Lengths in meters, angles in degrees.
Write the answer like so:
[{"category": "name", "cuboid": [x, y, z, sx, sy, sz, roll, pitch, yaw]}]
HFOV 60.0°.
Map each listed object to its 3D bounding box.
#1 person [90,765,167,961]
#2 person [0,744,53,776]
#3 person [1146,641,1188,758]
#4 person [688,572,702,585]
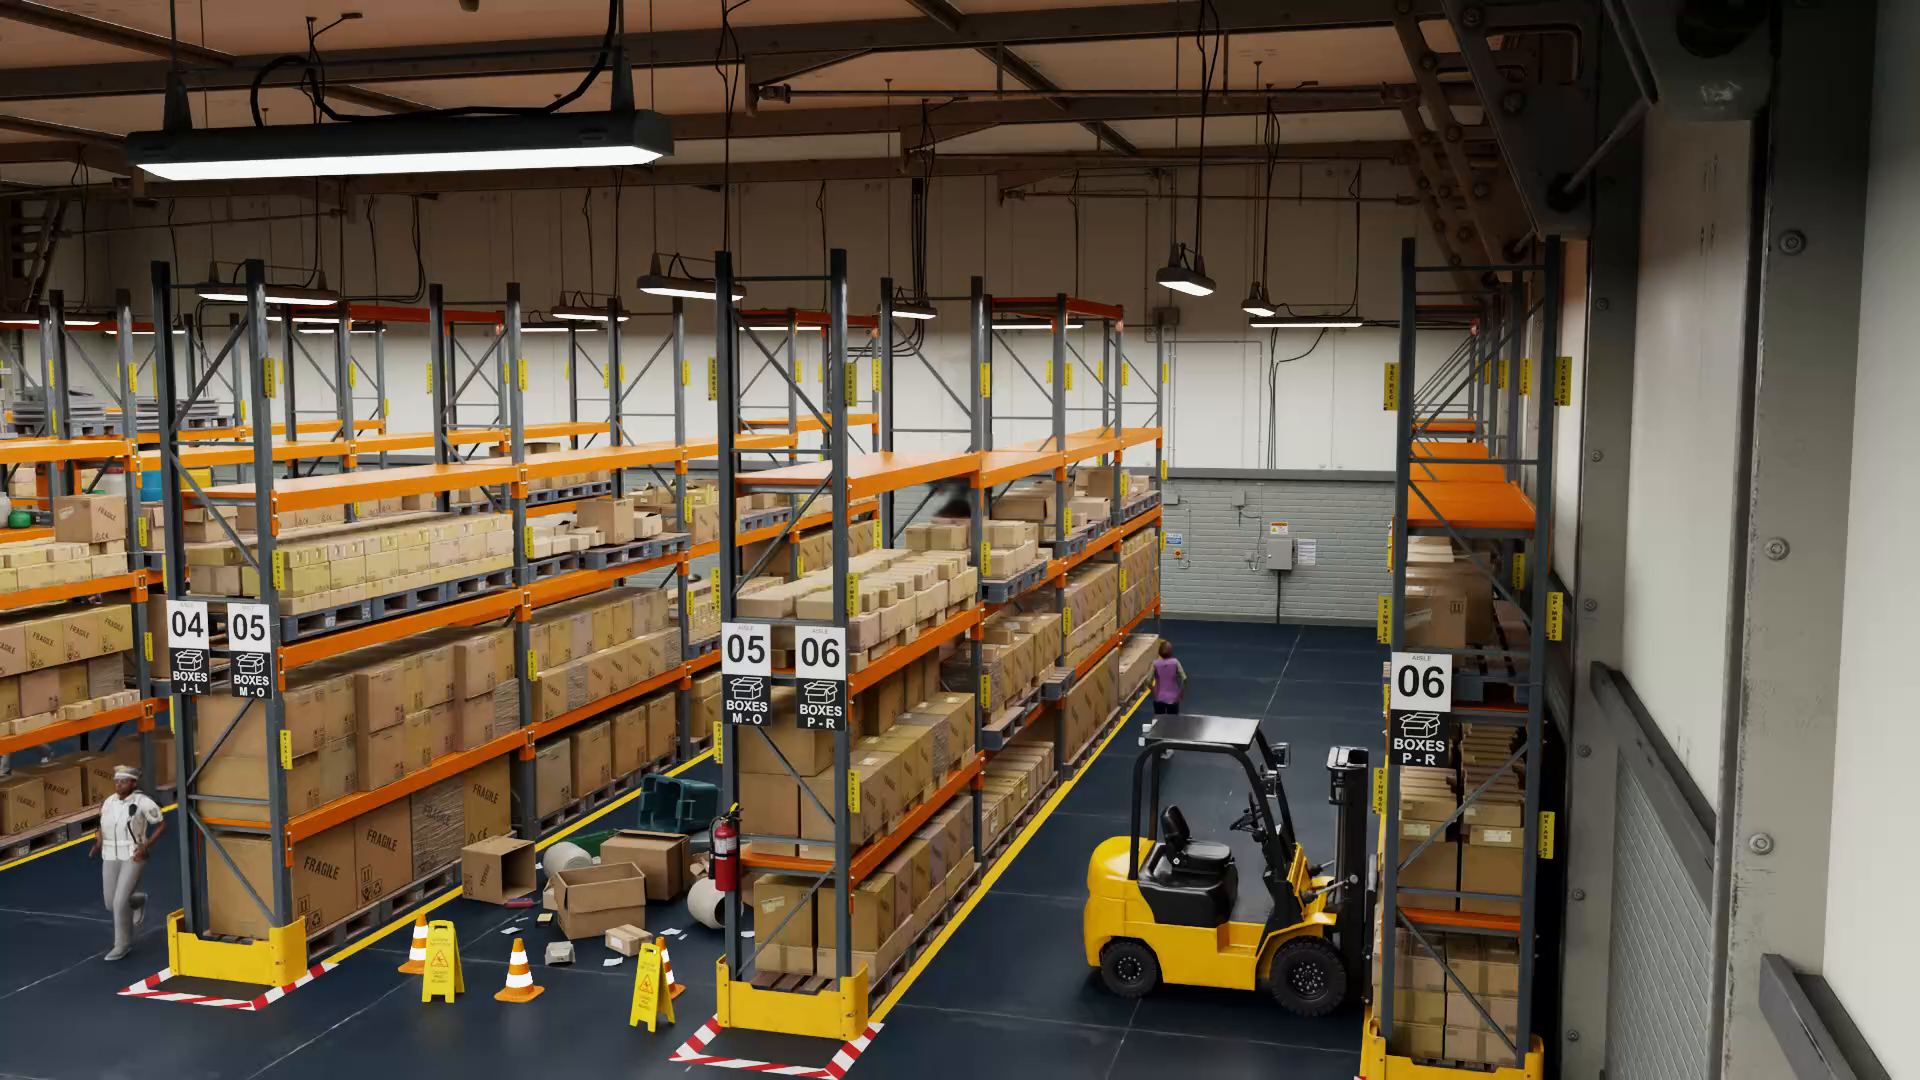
[{"category": "person", "cuboid": [-7.340, 2.799, 14.636, 0.577, 1.645, 0.699, 0, 6, 4]}, {"category": "person", "cuboid": [-11.612, 2.256, 20.511, 0.557, 1.501, 0.928, 2, 6, 16]}, {"category": "person", "cuboid": [2.704, 2.102, 21.736, 0.546, 1.561, 0.496, 1, 6, 9]}, {"category": "person", "cuboid": [-4.334, 1.409, 27.328, 0.654, 1.789, 0.829, 3, 7, 24]}]
